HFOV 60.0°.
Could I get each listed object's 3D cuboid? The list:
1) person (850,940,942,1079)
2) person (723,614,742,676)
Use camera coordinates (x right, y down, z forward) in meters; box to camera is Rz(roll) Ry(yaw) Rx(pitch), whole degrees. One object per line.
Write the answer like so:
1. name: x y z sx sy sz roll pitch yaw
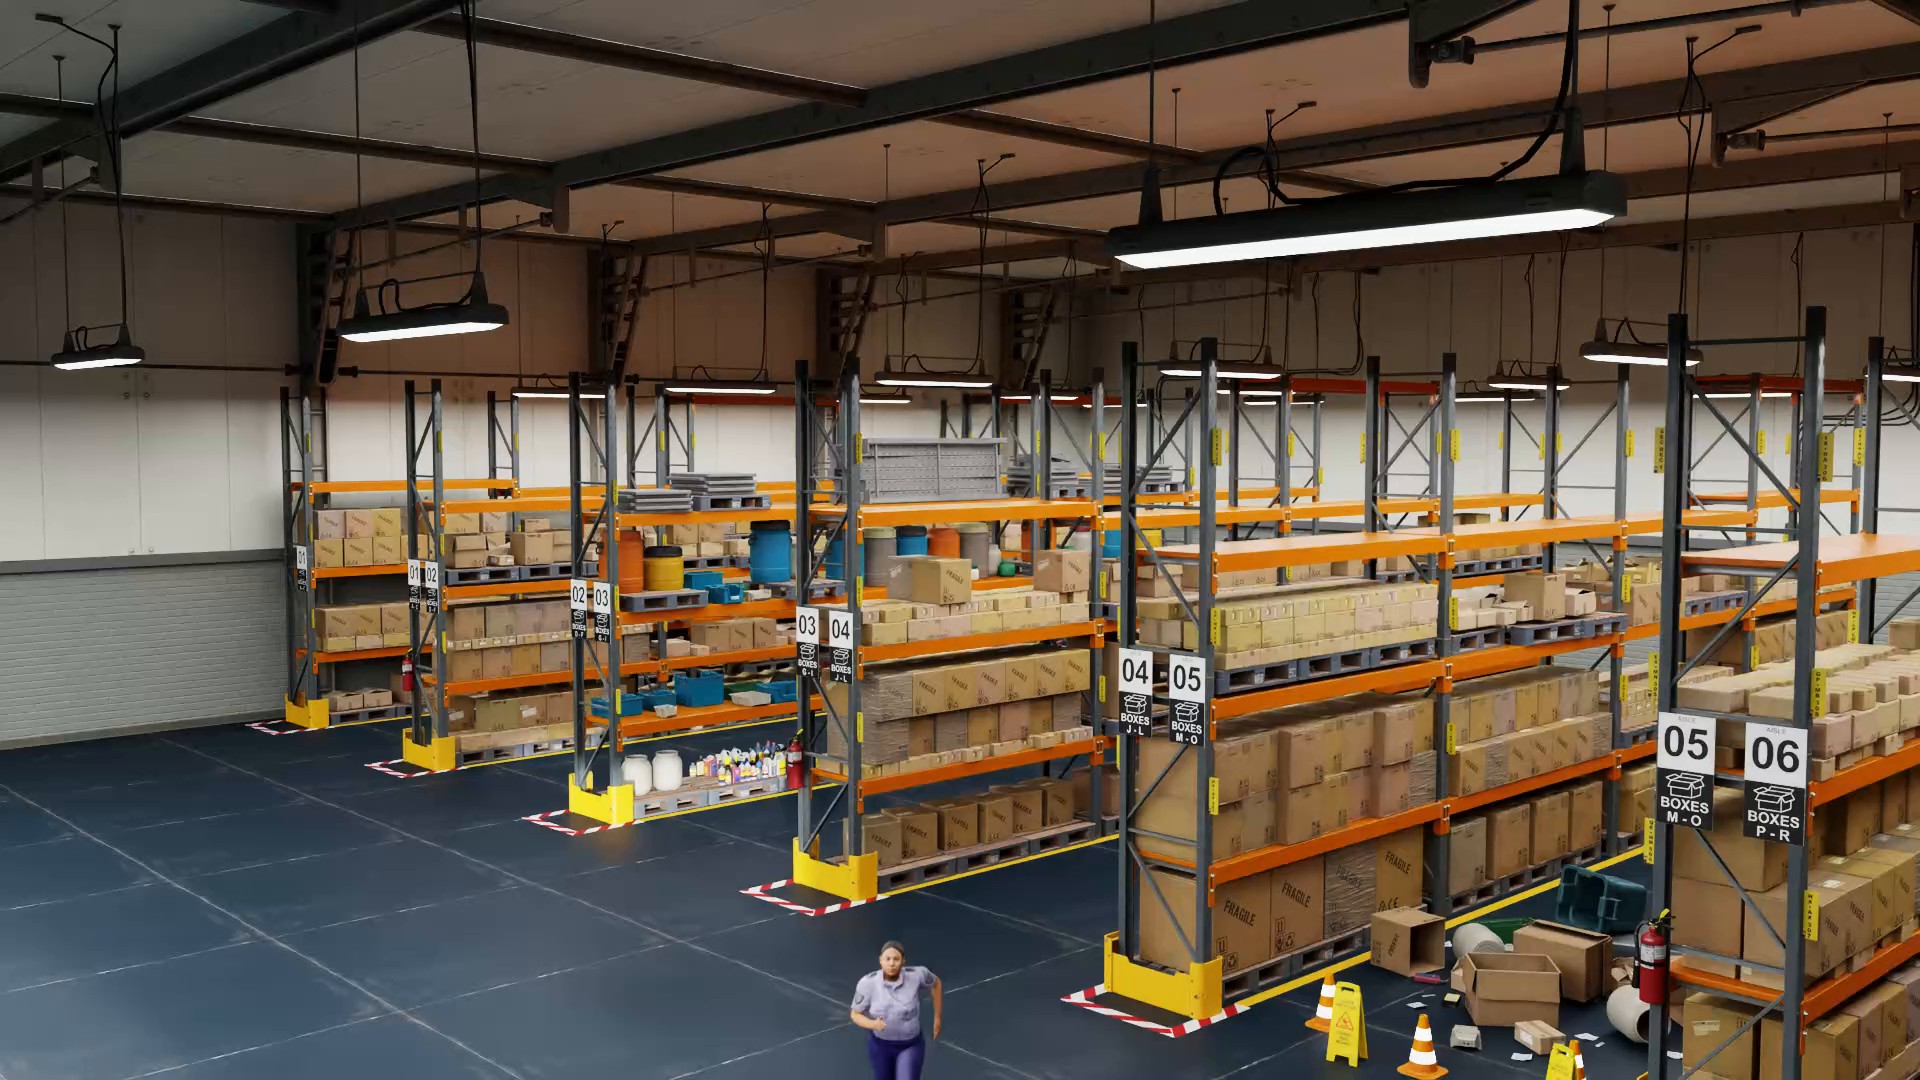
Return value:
1. person: -0.446 3.608 11.696 0.626 1.684 0.827 0 4 2
2. person: -4.386 2.240 32.012 0.698 1.735 0.633 3 5 42
